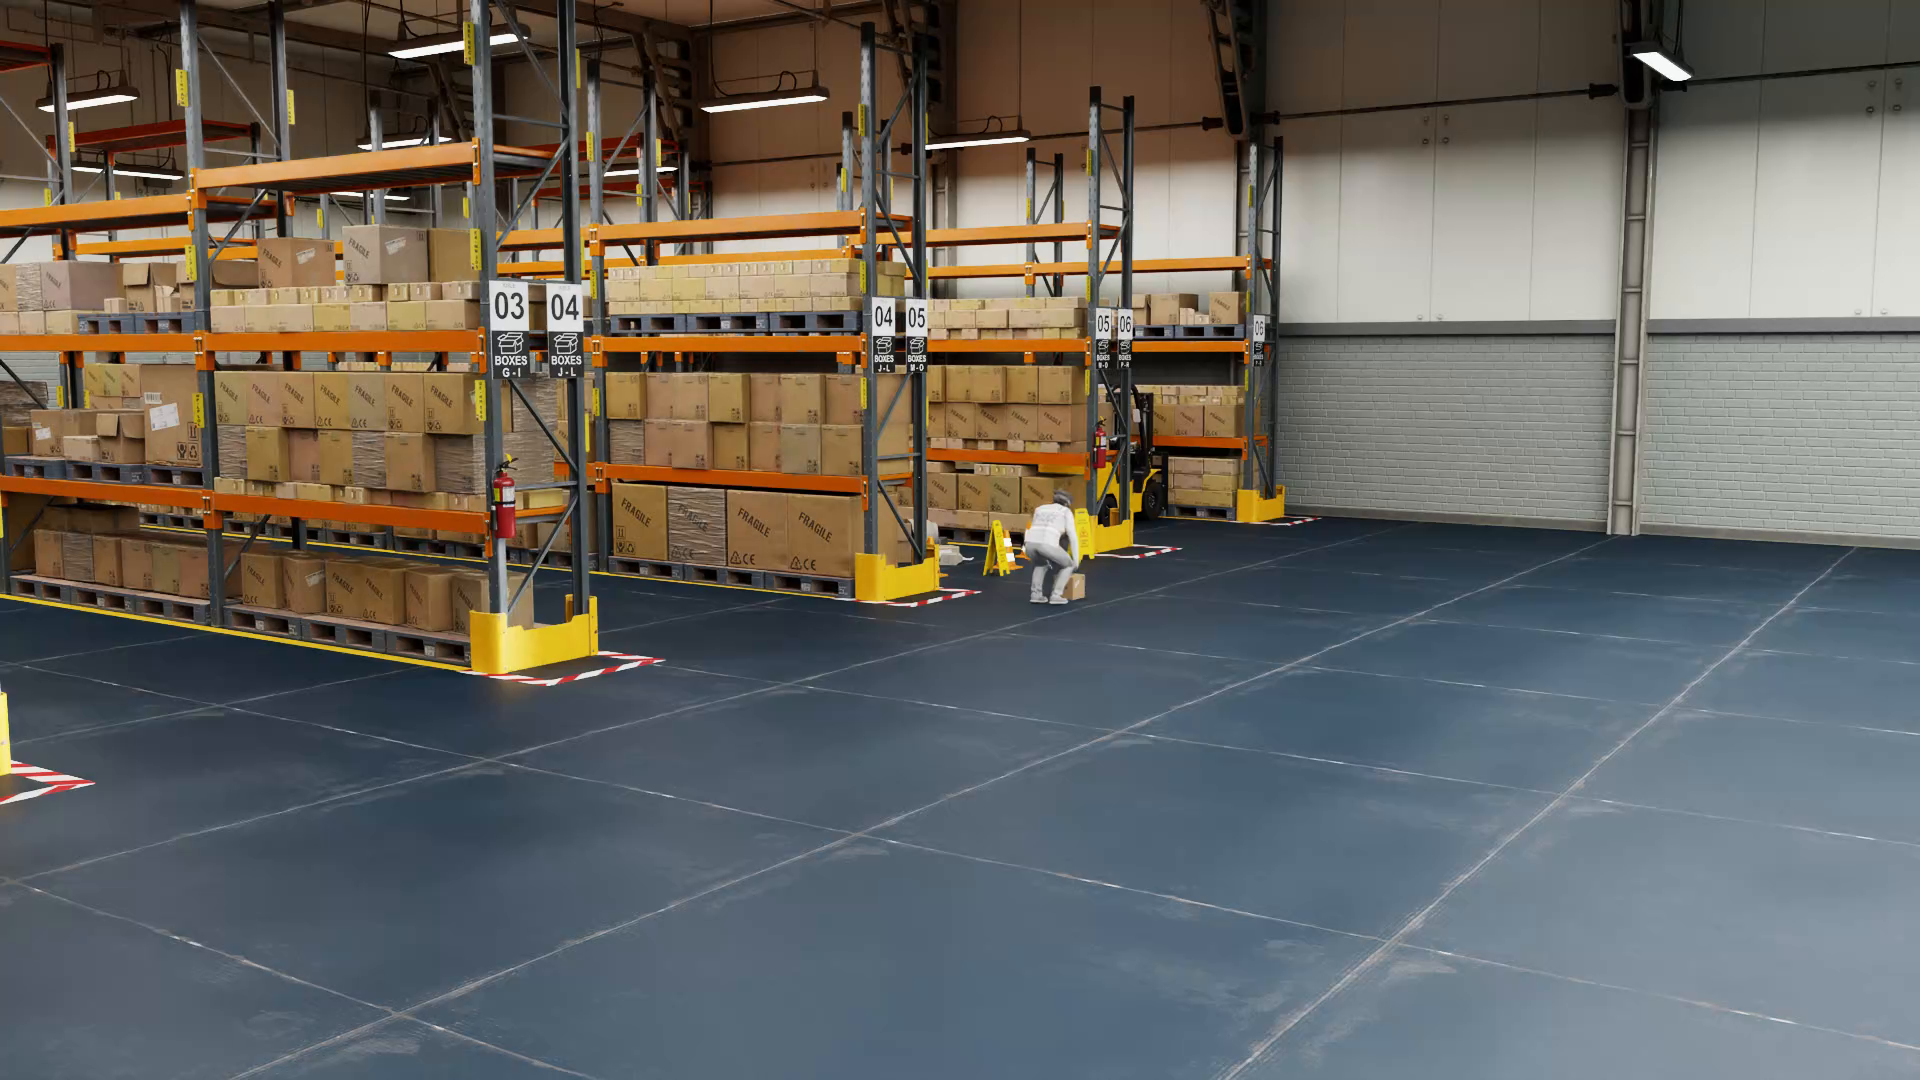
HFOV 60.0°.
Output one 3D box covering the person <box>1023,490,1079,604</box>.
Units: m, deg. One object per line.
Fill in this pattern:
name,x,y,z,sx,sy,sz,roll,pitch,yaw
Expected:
person,0.952,0.073,17.546,0.522,1.180,0.796,4,8,33
